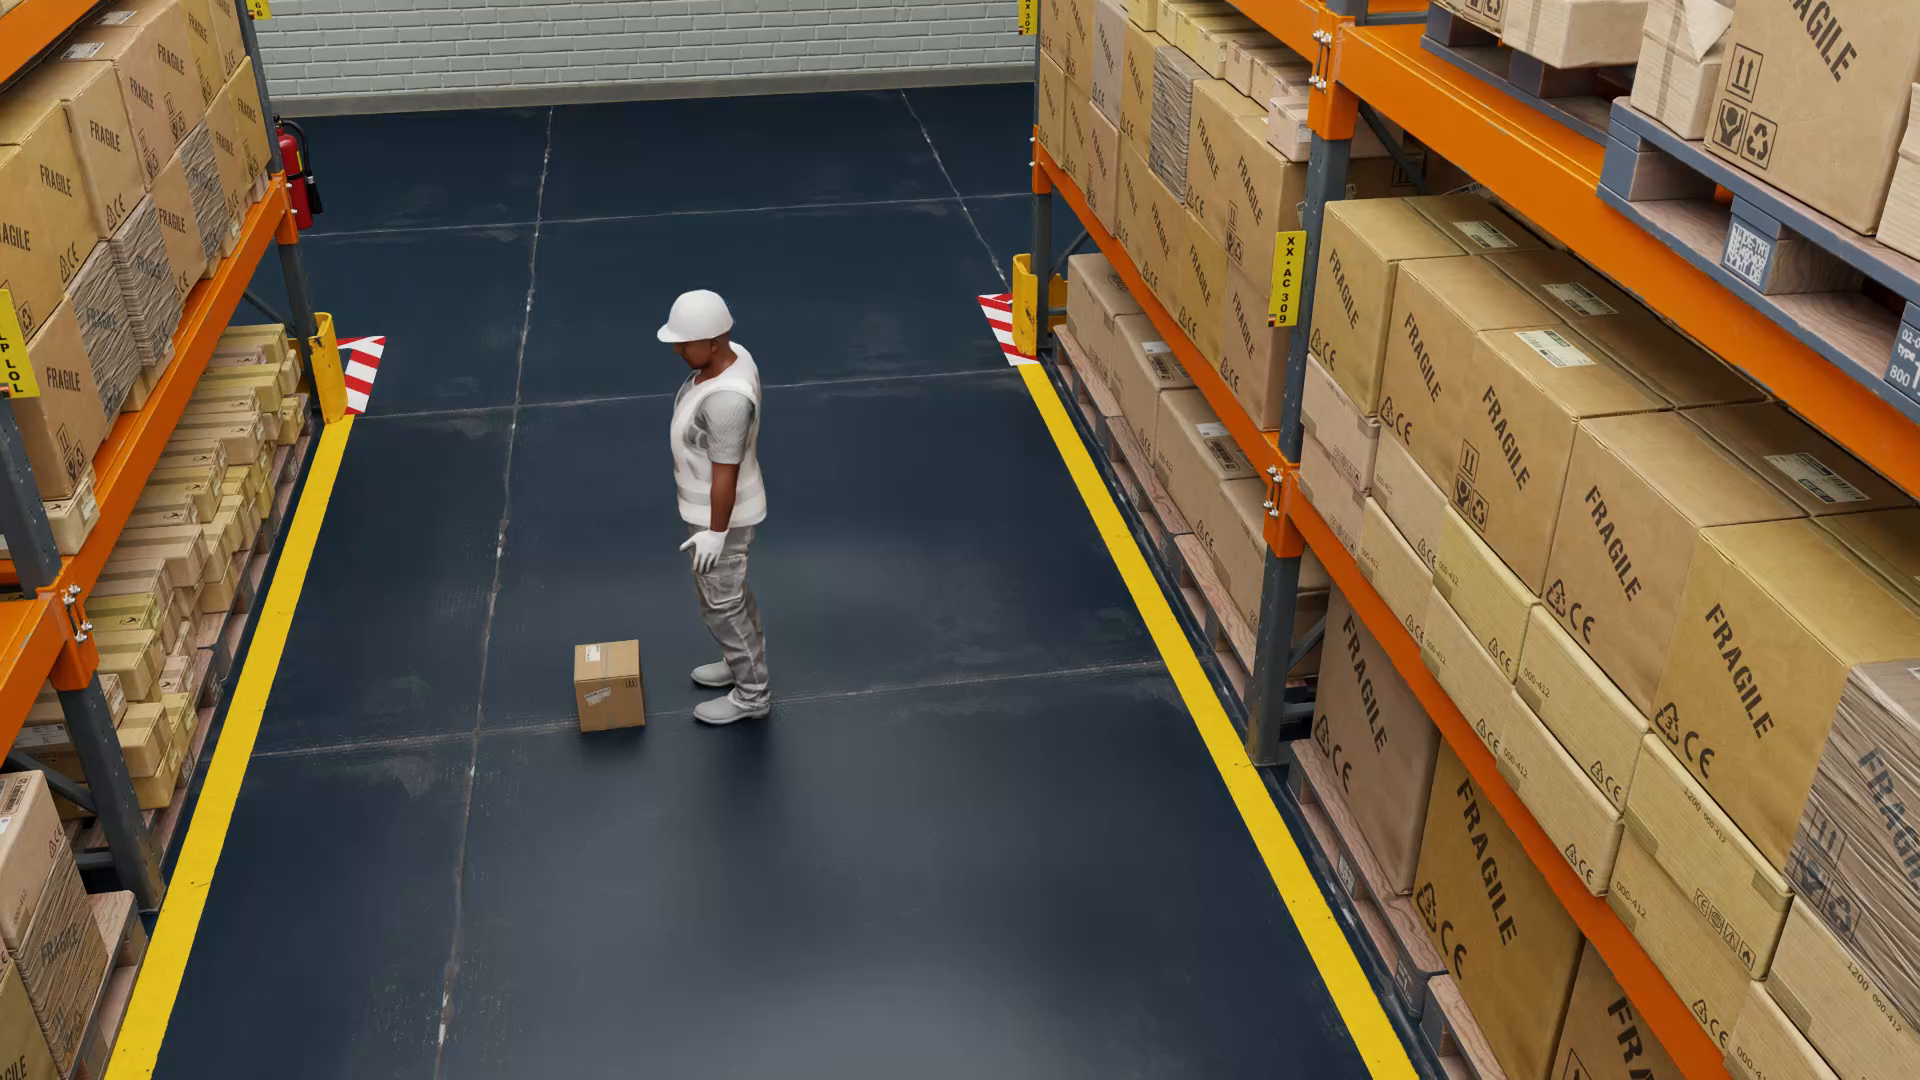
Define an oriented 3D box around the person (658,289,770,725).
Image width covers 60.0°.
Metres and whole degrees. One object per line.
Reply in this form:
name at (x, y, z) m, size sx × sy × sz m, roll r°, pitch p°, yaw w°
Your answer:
person at (-0.905, -0.117, 6.317) m, size 0.362 × 1.775 × 0.546 m, roll -5°, pitch 31°, yaw -8°
